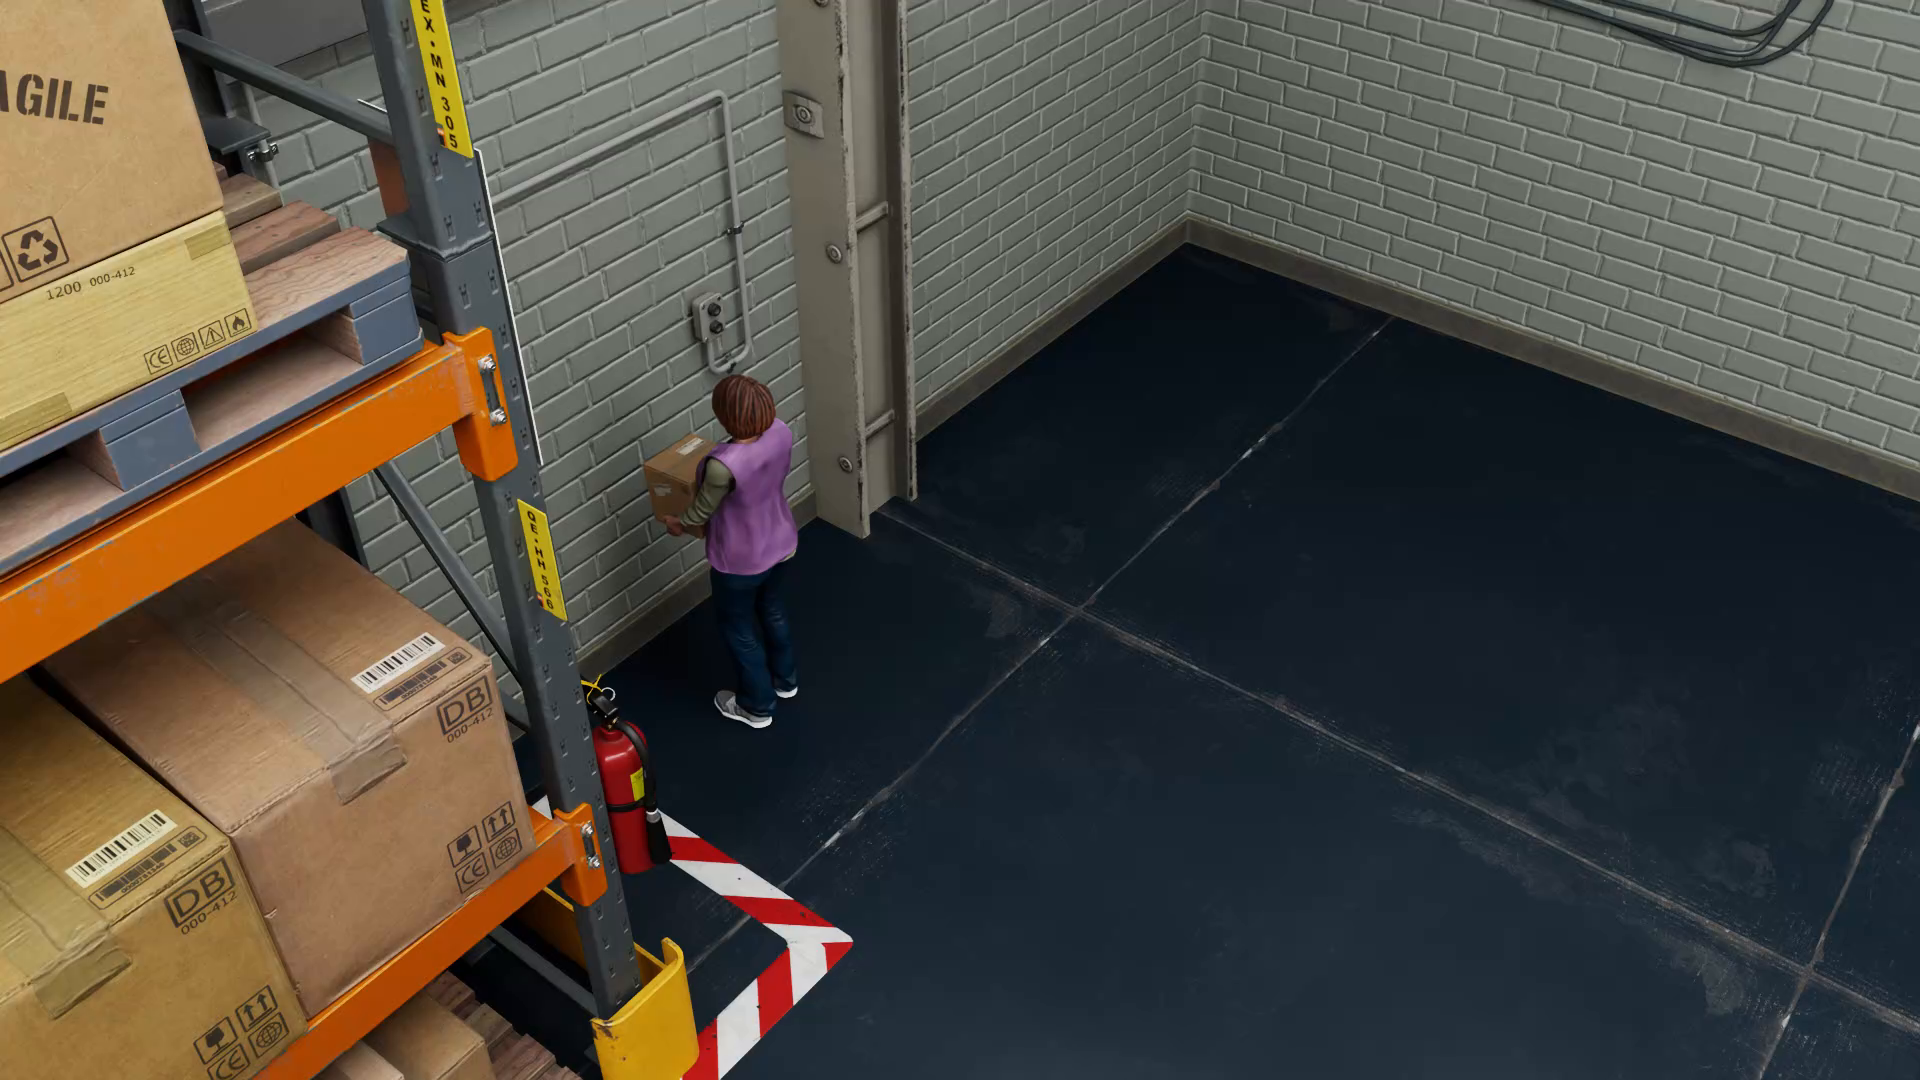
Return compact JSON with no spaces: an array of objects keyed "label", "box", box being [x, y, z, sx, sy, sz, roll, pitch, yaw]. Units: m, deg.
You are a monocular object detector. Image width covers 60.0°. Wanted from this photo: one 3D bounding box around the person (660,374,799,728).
[{"label":"person","box":[-0.834,0.012,6.157,0.492,1.582,0.406,26,46,28]}]
